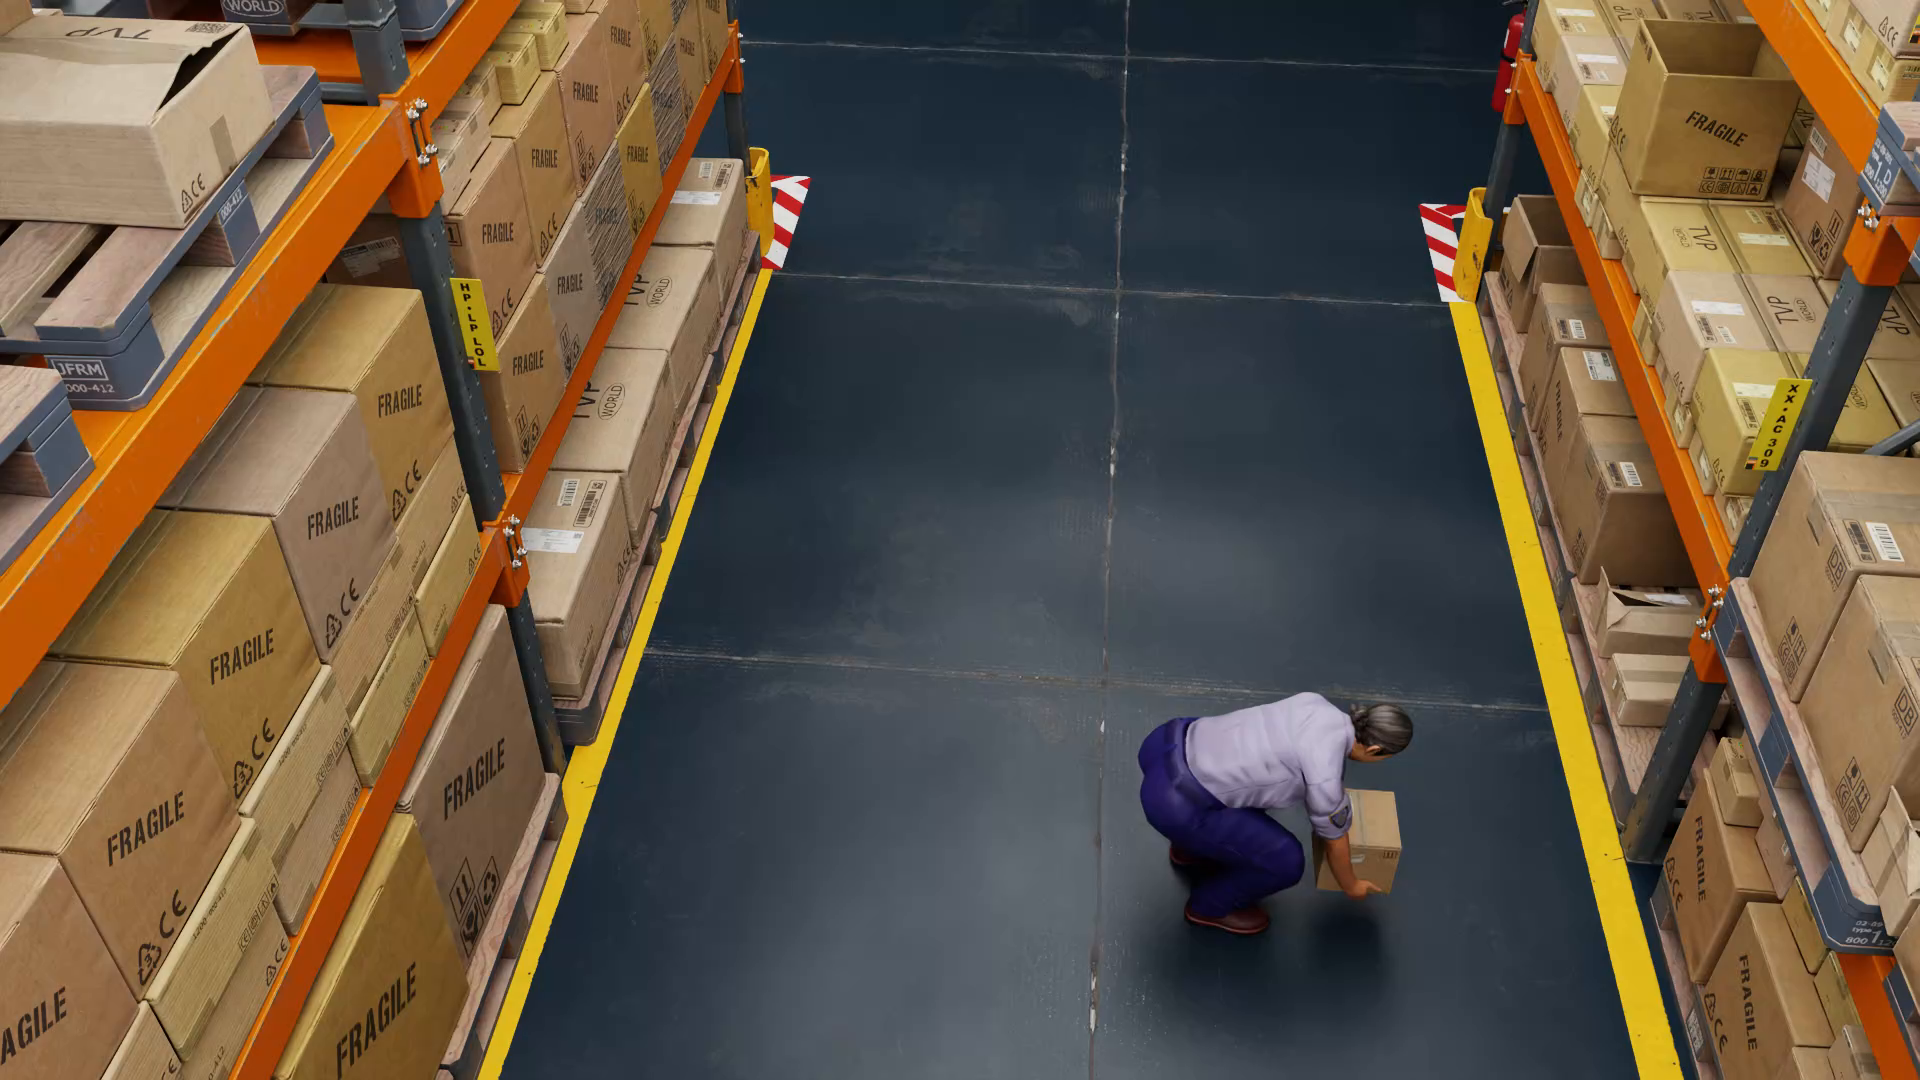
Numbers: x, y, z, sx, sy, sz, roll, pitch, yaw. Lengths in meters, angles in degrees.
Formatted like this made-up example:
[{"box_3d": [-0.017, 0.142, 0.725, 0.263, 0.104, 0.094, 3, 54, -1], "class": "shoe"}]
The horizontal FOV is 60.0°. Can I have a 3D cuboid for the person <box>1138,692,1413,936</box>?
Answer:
[{"box_3d": [1.071, 0.901, 5.659, 0.801, 0.938, 0.515, 2, 40, 2], "class": "person"}]
